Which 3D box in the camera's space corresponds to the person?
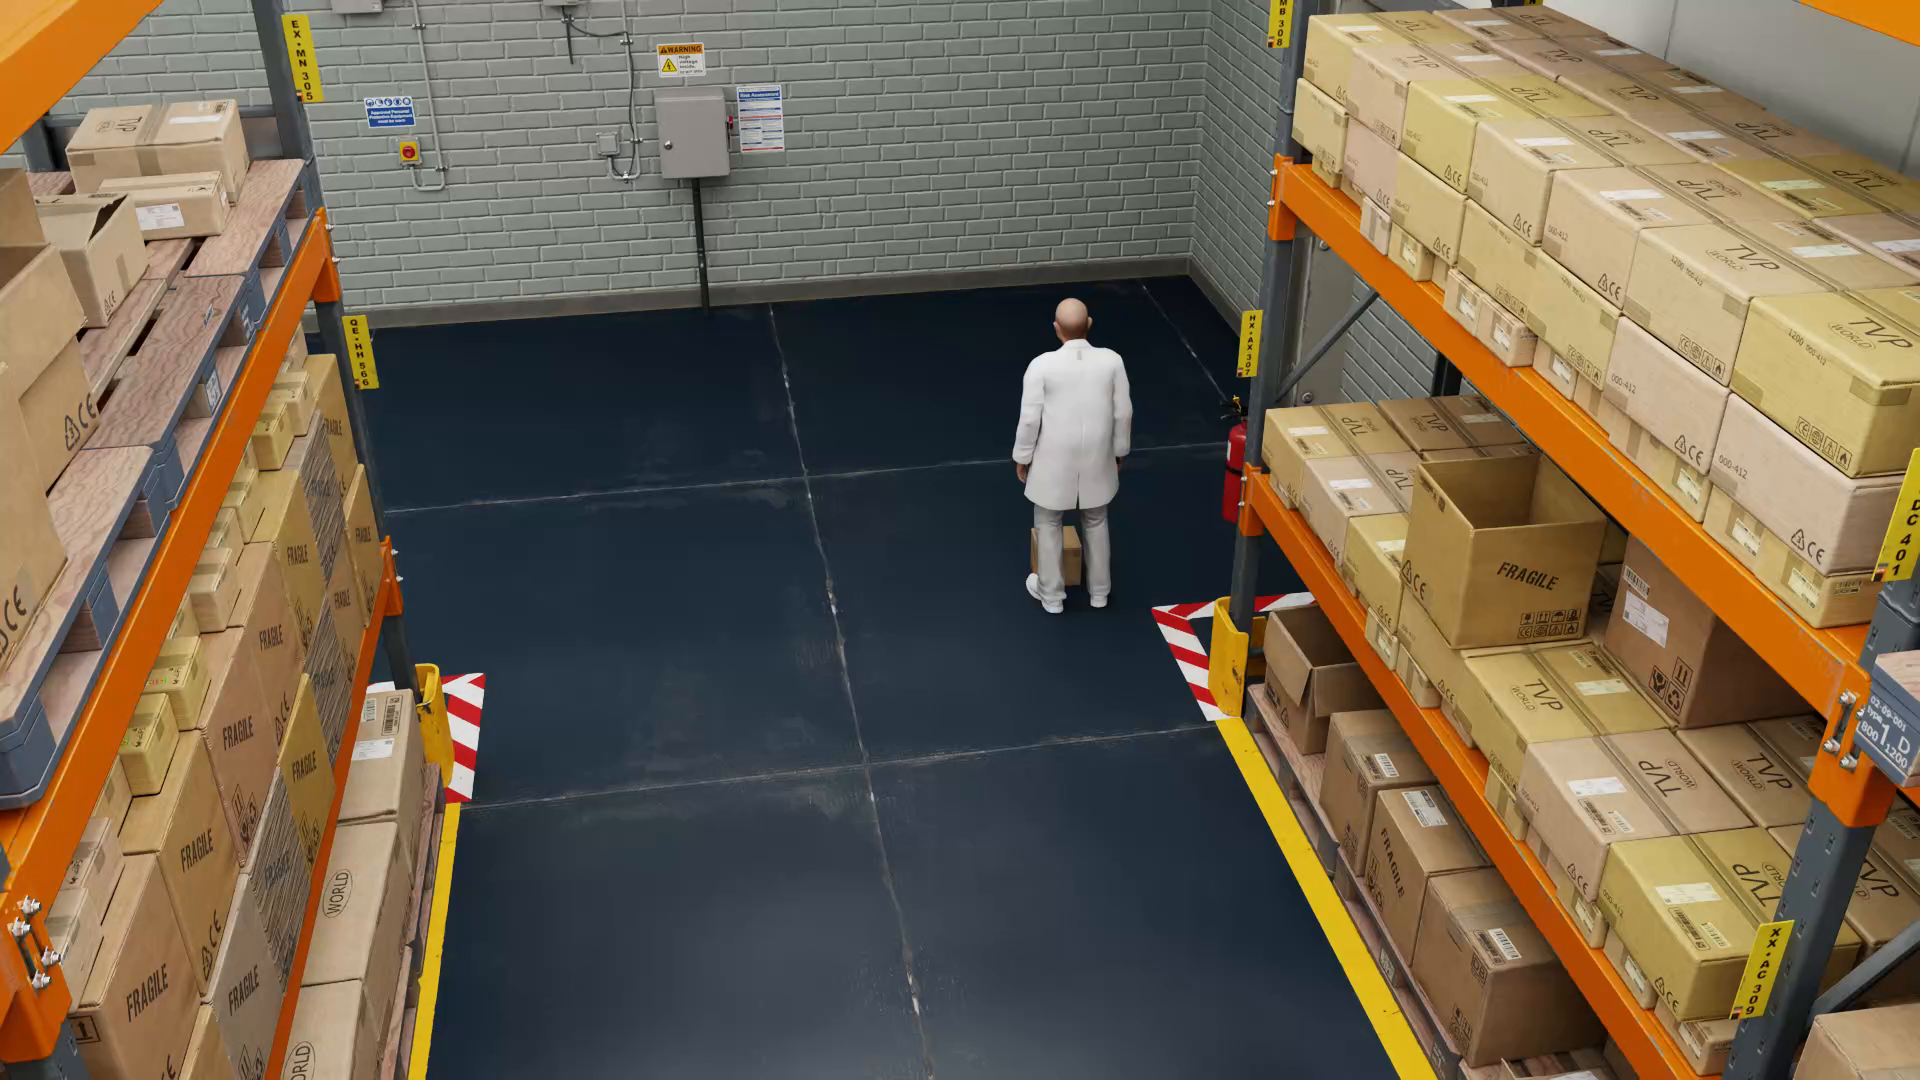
[{"bbox_3d":[0.601,-0.442,8.913,0.644,1.774,0.424,-5,31,-9],"label":"person"}]
